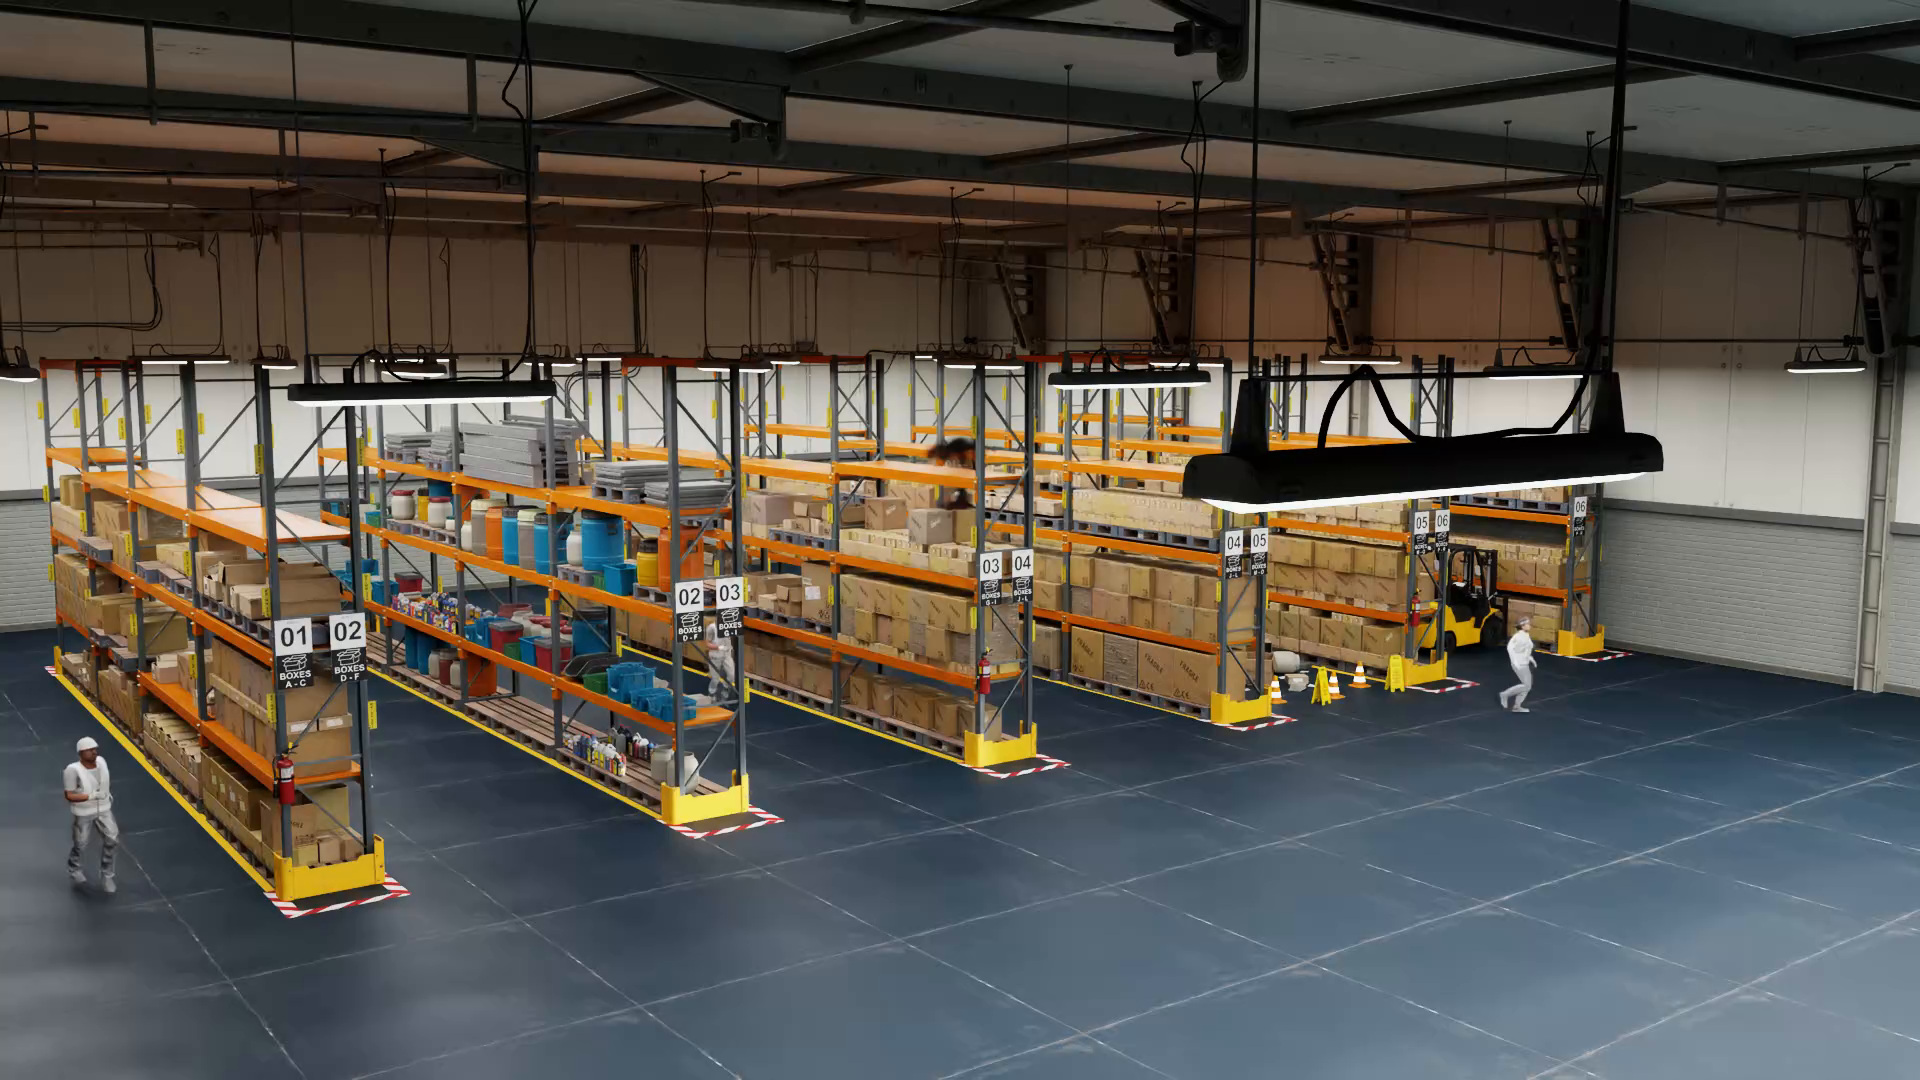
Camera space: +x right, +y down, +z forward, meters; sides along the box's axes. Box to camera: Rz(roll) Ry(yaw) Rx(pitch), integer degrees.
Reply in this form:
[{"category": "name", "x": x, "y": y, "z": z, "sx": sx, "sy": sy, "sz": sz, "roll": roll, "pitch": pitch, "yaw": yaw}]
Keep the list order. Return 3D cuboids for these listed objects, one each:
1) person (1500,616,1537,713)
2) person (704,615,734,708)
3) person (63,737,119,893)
[{"category": "person", "x": 9.572, "y": 2.108, "z": 28.445, "sx": 0.535, "sy": 1.631, "sz": 0.651, "roll": 4, "pitch": 8, "yaw": 29}, {"category": "person", "x": -4.088, "y": 2.021, "z": 28.555, "sx": 0.645, "sy": 1.766, "sz": 0.775, "roll": -5, "pitch": 8, "yaw": -36}, {"category": "person", "x": -9.982, "y": 3.161, "z": 19.109, "sx": 0.851, "sy": 1.834, "sz": 0.639, "roll": 5, "pitch": 8, "yaw": 35}]
